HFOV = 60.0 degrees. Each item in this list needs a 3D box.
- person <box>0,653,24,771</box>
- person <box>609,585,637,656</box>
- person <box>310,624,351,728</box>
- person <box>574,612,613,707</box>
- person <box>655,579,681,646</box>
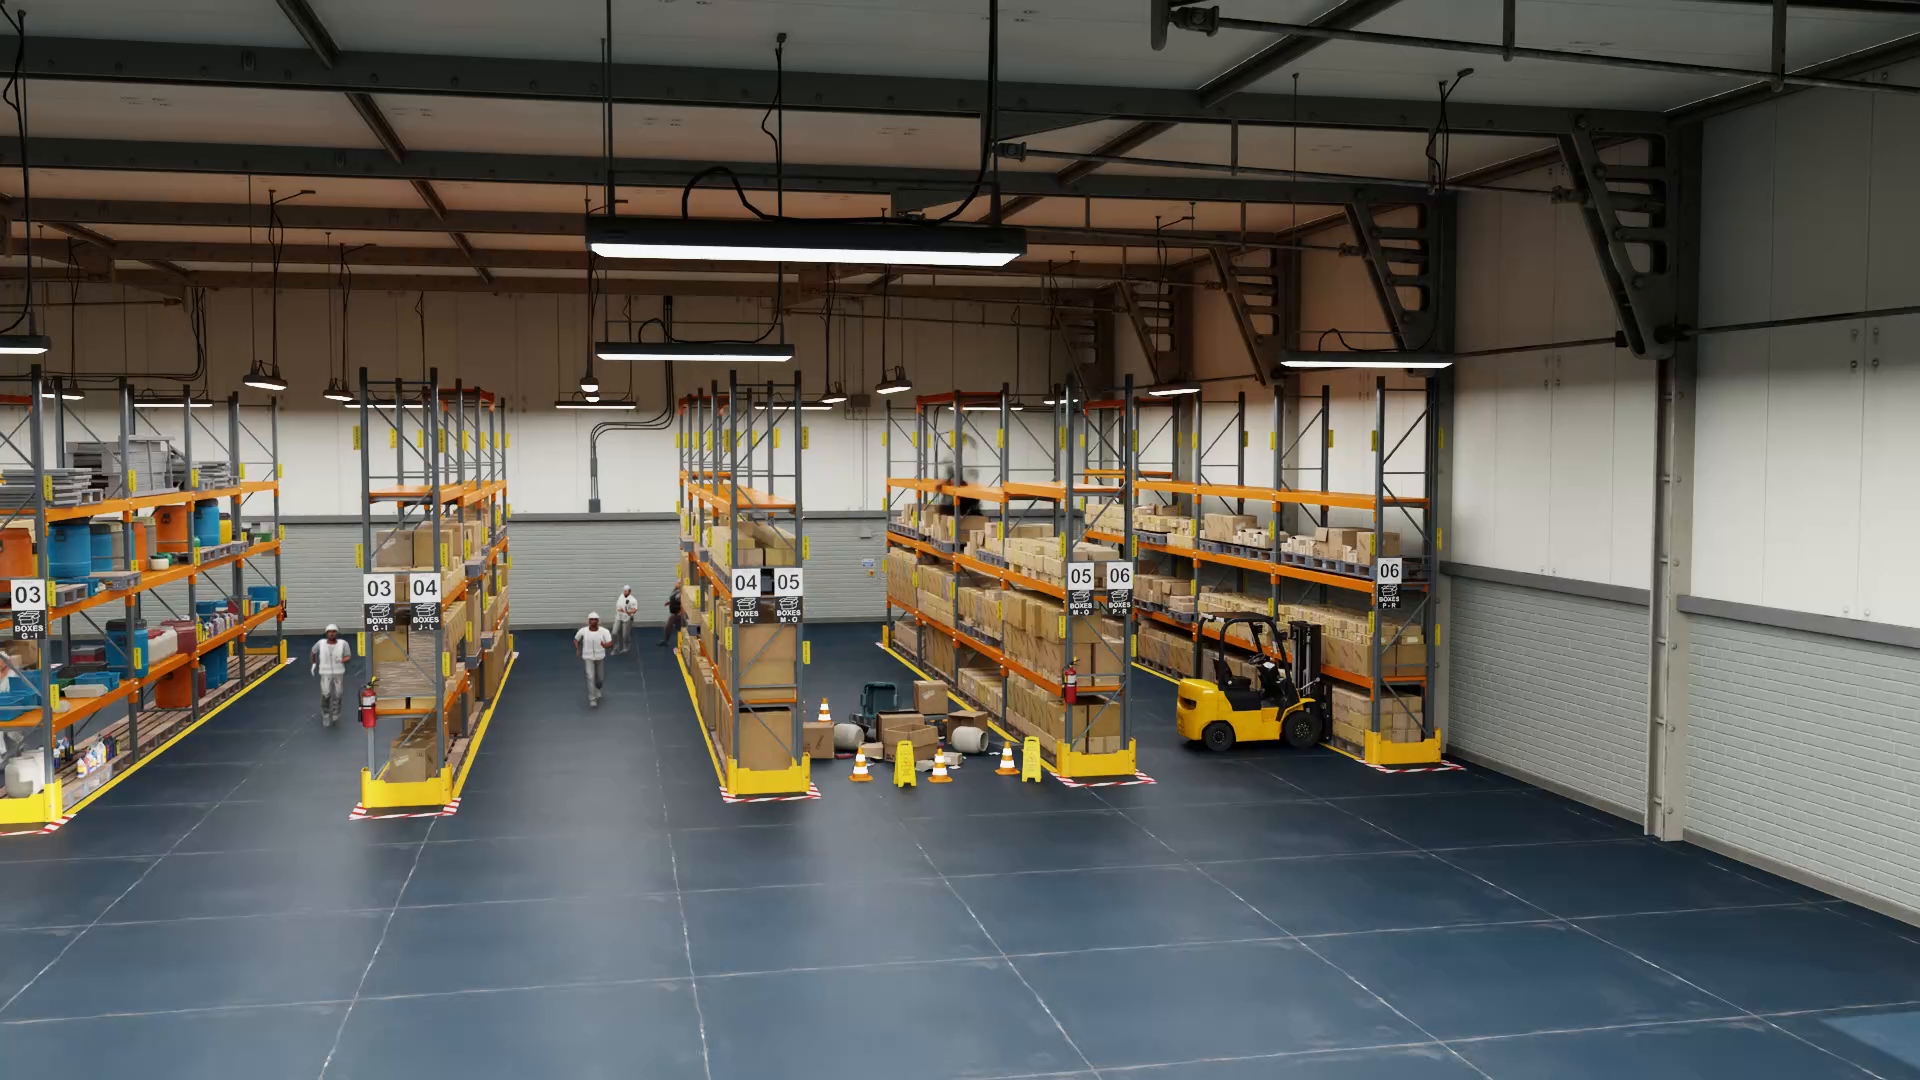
[{"bbox_3d":[-14.544,2.596,25.333,0.660,1.769,0.907,-1,3,-13],"label":"person"},{"bbox_3d":[-7.816,1.897,38.888,0.681,1.703,0.643,1,4,18],"label":"person"},{"bbox_3d":[-11.015,2.380,29.155,0.656,1.807,0.725,-2,4,-25],"label":"person"},{"bbox_3d":[-6.919,2.239,31.434,0.710,1.747,0.933,-1,4,-17],"label":"person"},{"bbox_3d":[-6.996,1.759,40.592,0.917,1.647,0.825,0,3,-1],"label":"person"}]
